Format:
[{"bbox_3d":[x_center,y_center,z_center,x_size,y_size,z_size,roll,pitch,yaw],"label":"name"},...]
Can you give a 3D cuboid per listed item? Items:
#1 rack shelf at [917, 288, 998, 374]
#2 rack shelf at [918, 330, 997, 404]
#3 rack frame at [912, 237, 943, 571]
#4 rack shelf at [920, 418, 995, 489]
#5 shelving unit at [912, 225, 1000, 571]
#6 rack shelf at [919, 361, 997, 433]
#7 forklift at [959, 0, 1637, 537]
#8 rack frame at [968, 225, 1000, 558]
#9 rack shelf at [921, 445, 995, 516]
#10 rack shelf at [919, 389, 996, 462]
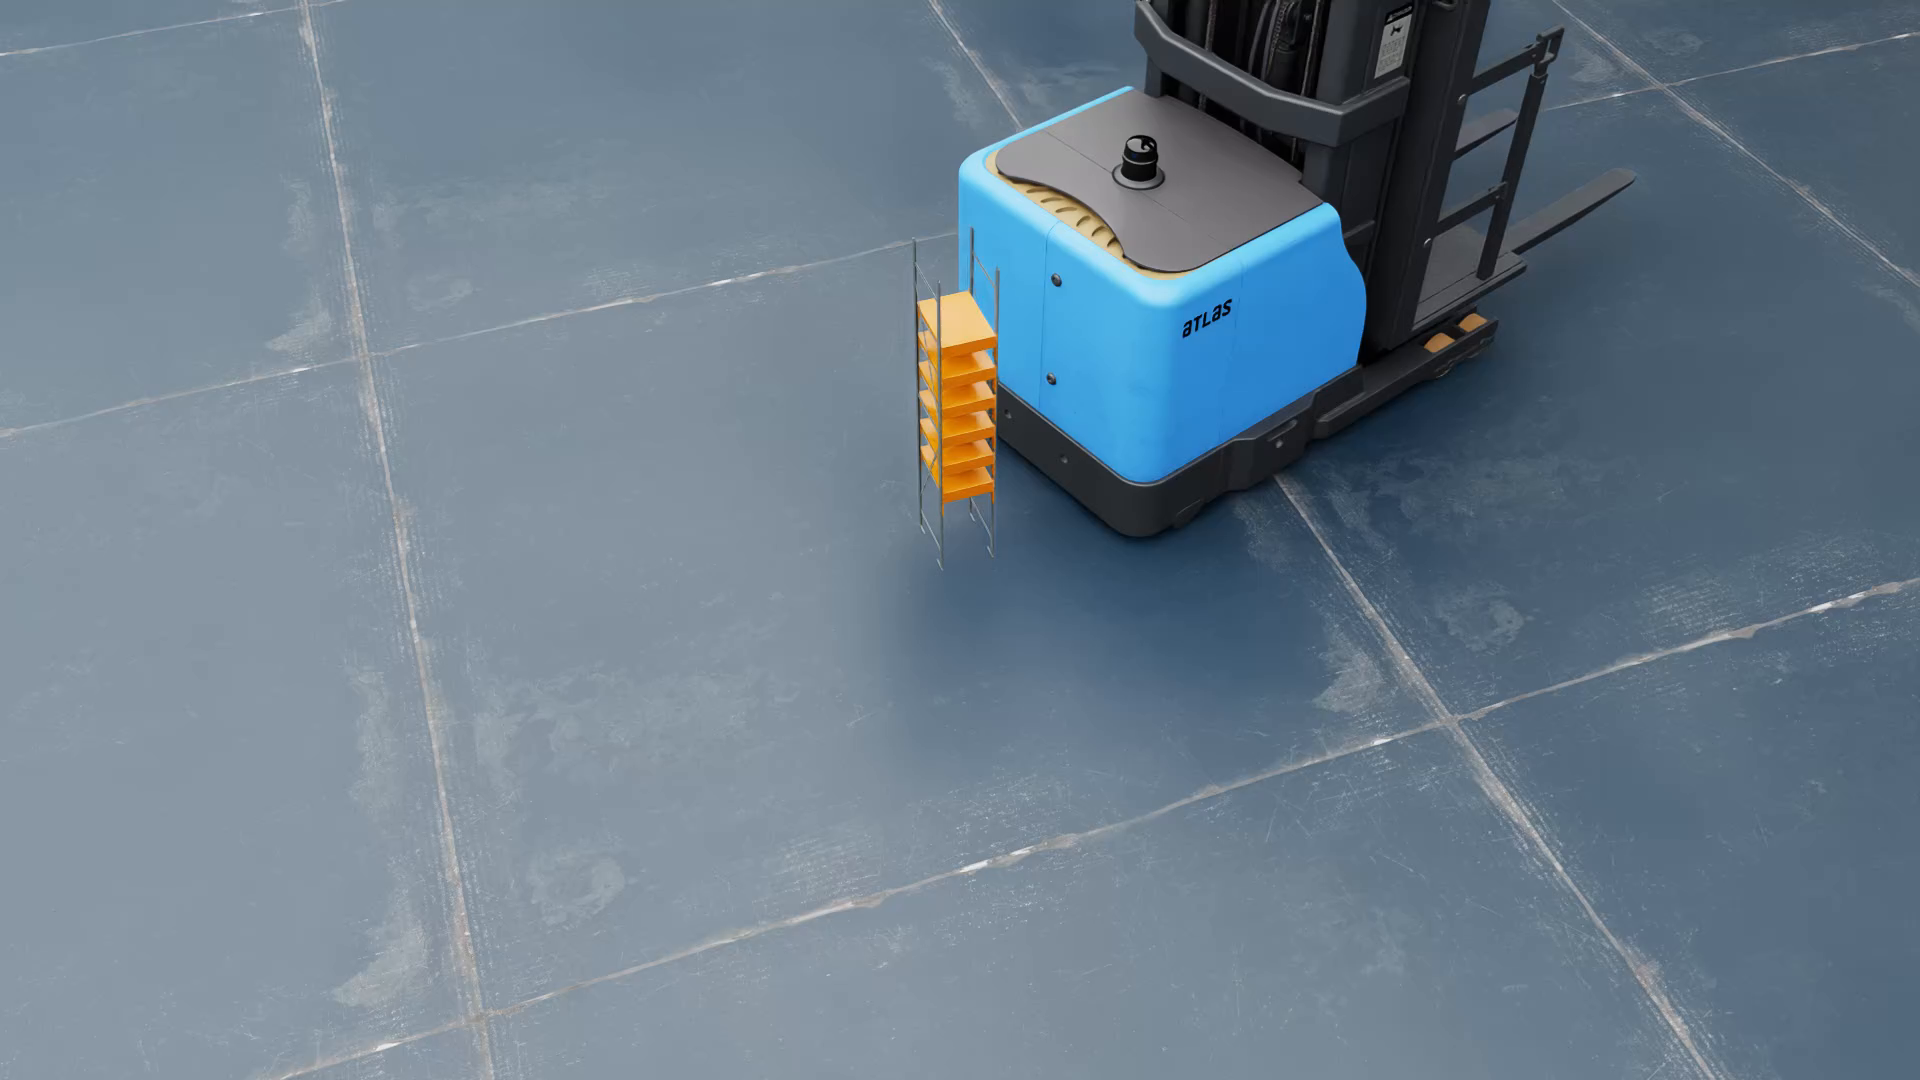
[{"bbox_3d":[-0.014,-0.643,5.098,0.180,0.103,0.258,-14,47,-14],"label":"rack shelf"},{"bbox_3d":[-0.014,-0.558,5.183,0.180,0.103,0.258,-14,47,-14],"label":"rack shelf"},{"bbox_3d":[-0.100,-0.398,5.300,0.006,1.200,0.240,-14,47,-14],"label":"rack frame"},{"bbox_3d":[-0.014,-0.304,5.438,0.180,0.103,0.258,-14,47,-14],"label":"rack shelf"},{"bbox_3d":[-0.014,-0.420,5.322,0.189,1.200,0.258,-14,47,-14],"label":"shelving unit"},{"bbox_3d":[-0.014,-0.473,5.268,0.180,0.103,0.258,-14,47,-14],"label":"rack shelf"},{"bbox_3d":[1.447,-1.922,5.597,3.031,2.935,1.130,-30,52,-26],"label":"forklift"},{"bbox_3d":[0.072,-0.442,5.343,0.006,1.200,0.240,-14,47,-14],"label":"rack frame"},{"bbox_3d":[-0.014,-0.219,5.523,0.180,0.103,0.258,-14,47,-14],"label":"rack shelf"},{"bbox_3d":[-0.014,-0.389,5.353,0.180,0.103,0.258,-14,47,-14],"label":"rack shelf"}]
